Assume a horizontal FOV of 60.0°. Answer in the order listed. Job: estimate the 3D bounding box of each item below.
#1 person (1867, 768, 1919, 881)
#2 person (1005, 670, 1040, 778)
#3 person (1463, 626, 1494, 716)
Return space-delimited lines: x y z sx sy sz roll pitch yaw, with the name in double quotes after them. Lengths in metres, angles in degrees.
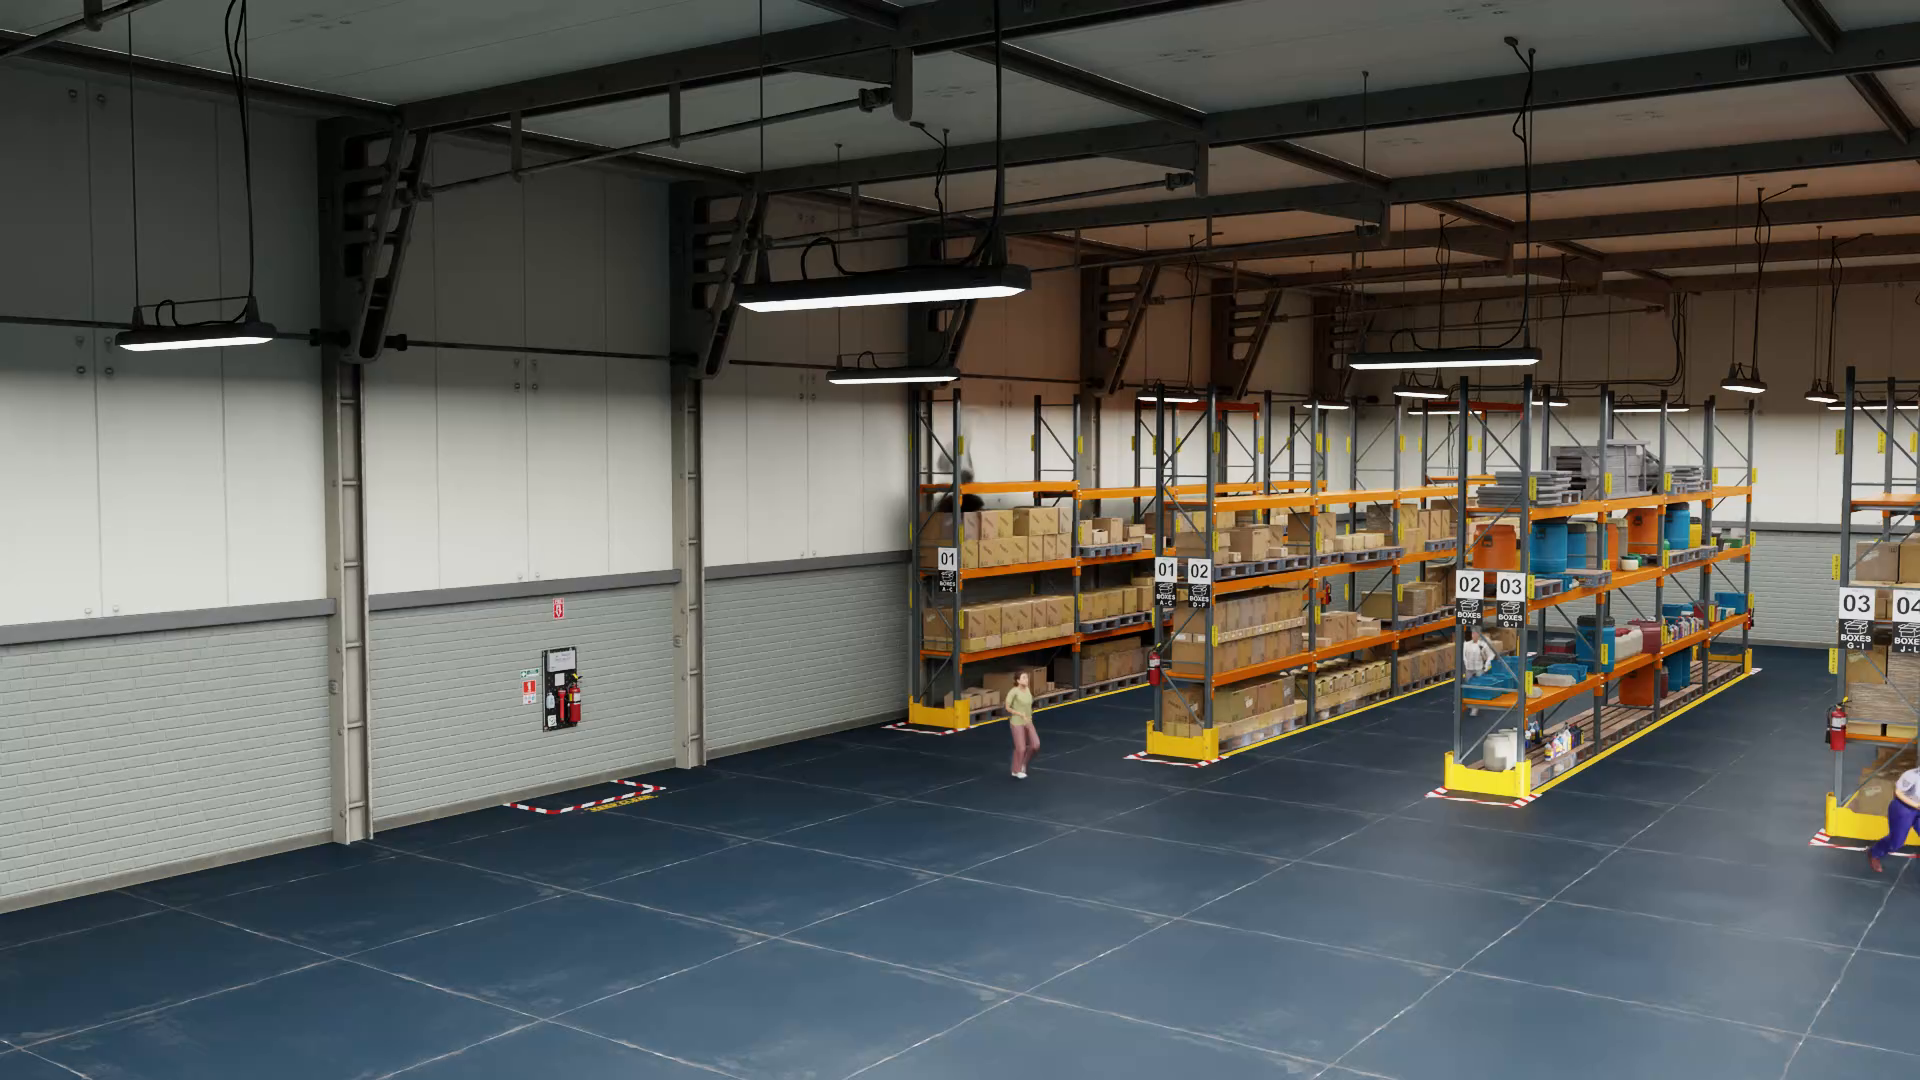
10.815 3.169 19.005 0.646 1.597 0.964 -1 3 -17 "person"
0.933 2.761 24.894 0.578 1.631 0.529 -3 4 -38 "person"
9.577 2.412 30.864 0.625 1.654 0.723 2 4 27 "person"
